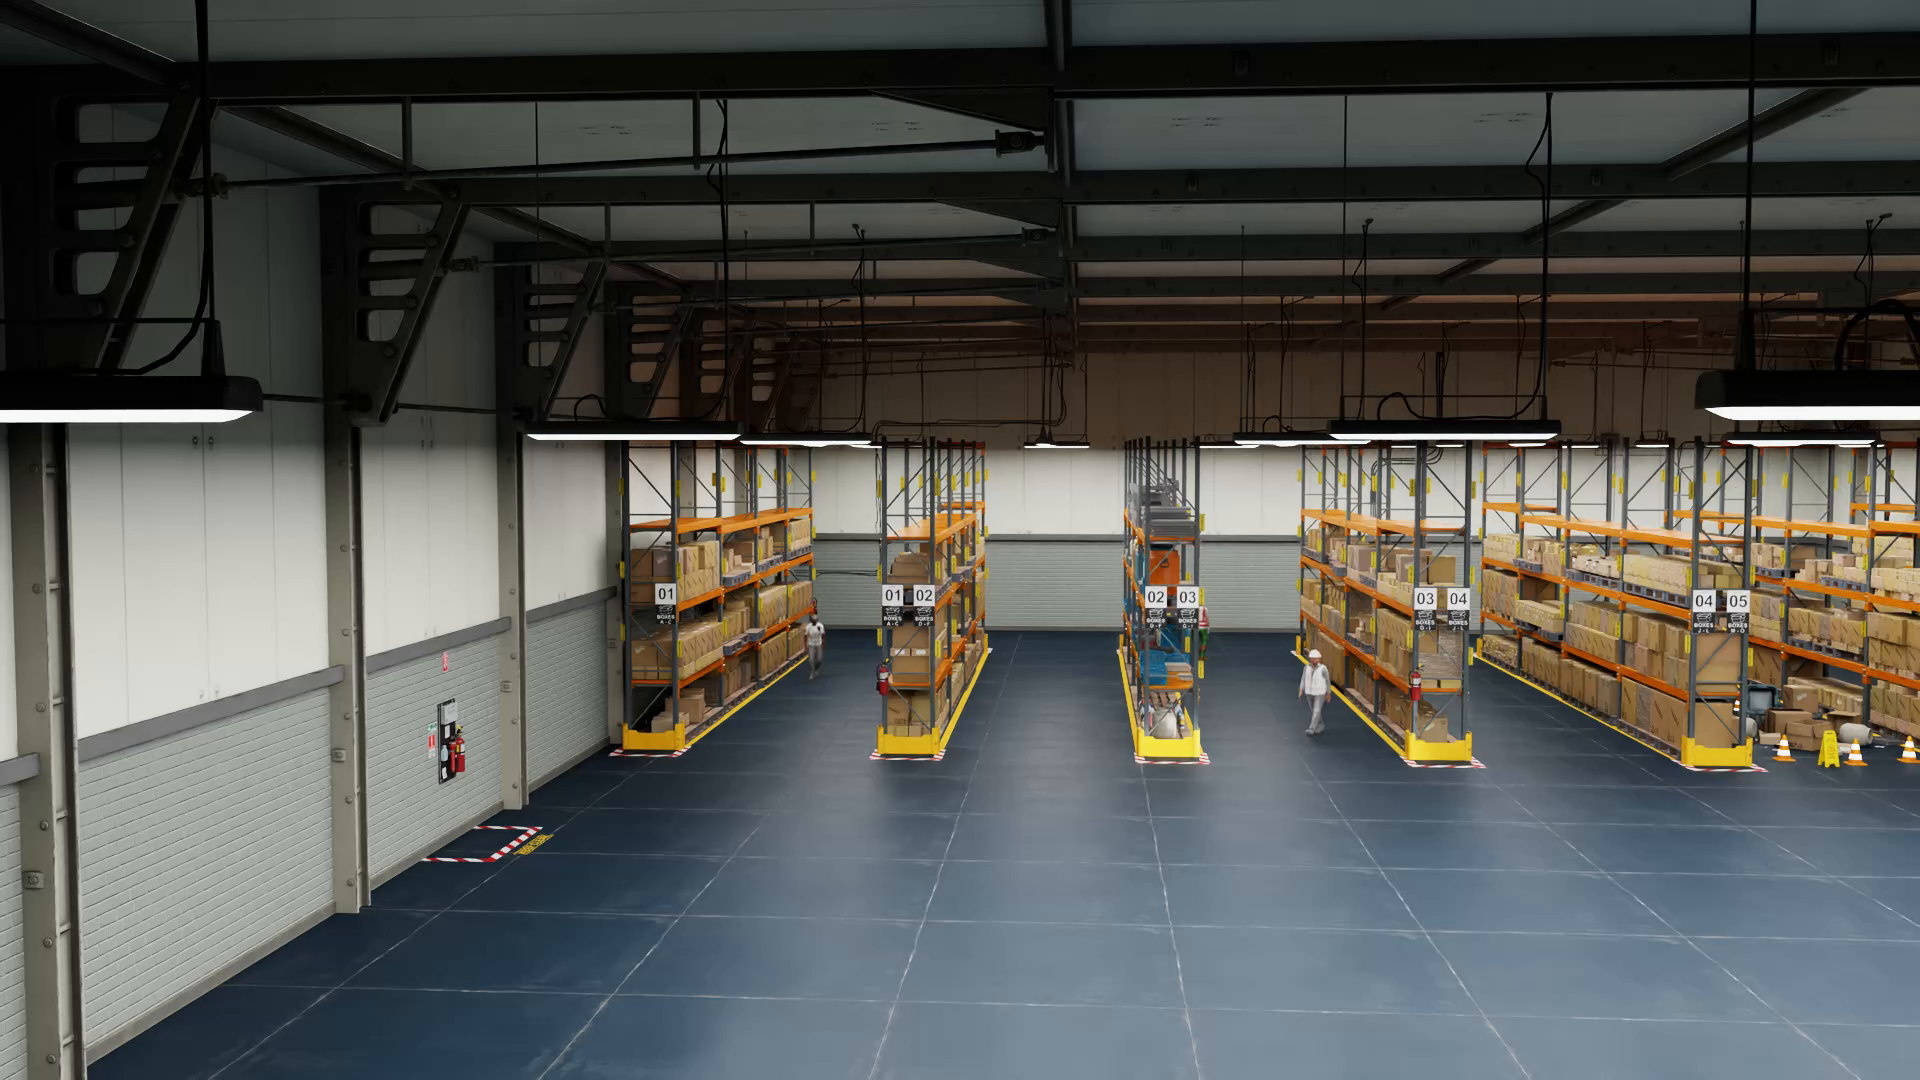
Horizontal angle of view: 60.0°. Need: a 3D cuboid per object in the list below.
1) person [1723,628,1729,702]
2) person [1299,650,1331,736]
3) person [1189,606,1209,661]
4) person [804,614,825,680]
[{"bbox_3d":[17.146,2.864,37.400,0.547,1.805,0.604,0,3,-6],"label":"person"},{"bbox_3d":[7.073,3.060,33.334,0.563,1.711,1.077,3,4,43],"label":"person"},{"bbox_3d":[6.505,2.417,45.261,0.573,1.787,0.553,0,3,4],"label":"person"},{"bbox_3d":[-3.664,2.665,41.946,0.540,1.658,0.554,0,3,-5],"label":"person"}]
